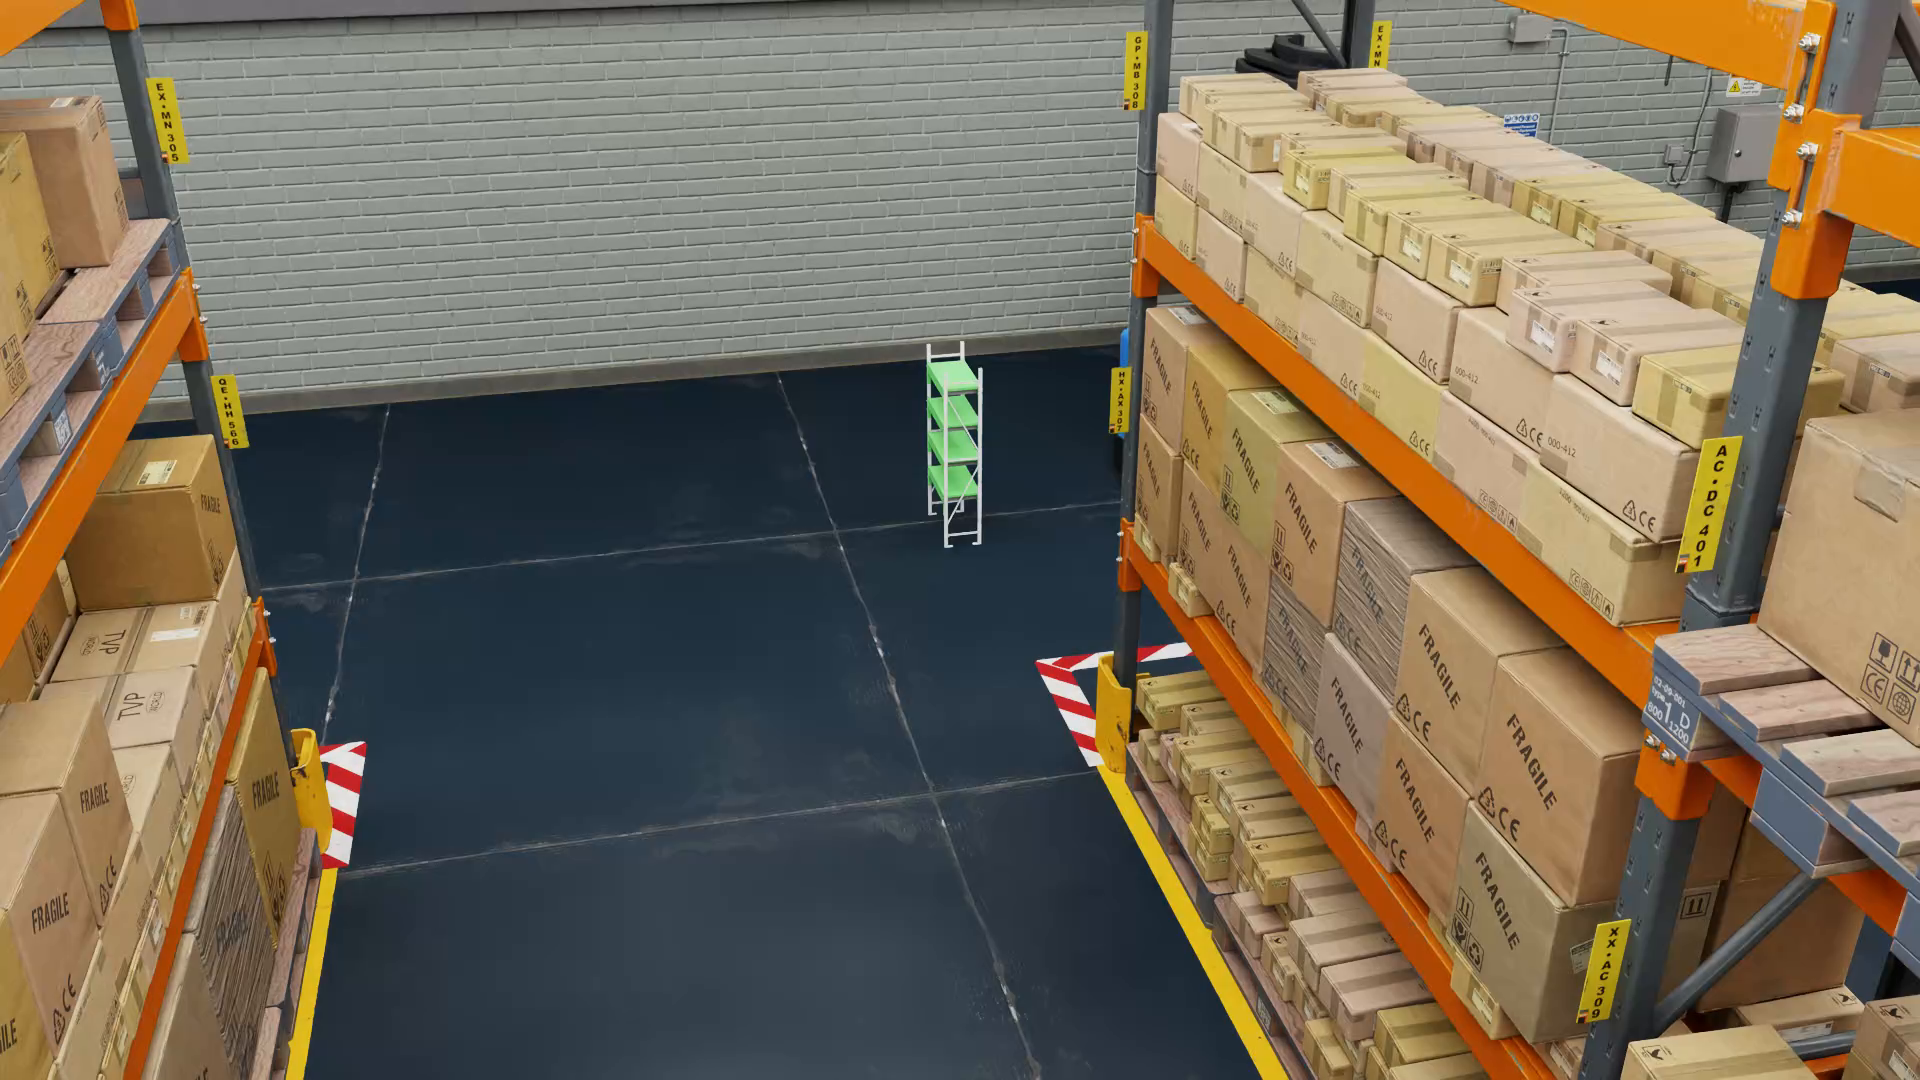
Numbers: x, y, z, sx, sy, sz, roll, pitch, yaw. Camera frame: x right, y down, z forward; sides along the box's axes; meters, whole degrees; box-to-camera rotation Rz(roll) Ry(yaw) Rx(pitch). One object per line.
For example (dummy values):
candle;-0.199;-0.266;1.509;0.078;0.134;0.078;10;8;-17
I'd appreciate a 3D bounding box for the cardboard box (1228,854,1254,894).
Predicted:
cardboard box;1.388;1.468;7.210;0.380;0.149;0.250;-6;27;-11

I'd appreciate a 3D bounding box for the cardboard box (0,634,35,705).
cardboard box;-3.496;0.423;5.586;0.500;0.500;0.500;-7;28;-13

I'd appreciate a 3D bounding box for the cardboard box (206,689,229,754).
cardboard box;-3.004;0.709;6.295;0.380;0.149;0.250;-5;27;-11

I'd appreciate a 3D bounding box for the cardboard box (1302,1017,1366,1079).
cardboard box;1.527;1.929;6.296;0.380;0.149;0.250;-6;27;-12

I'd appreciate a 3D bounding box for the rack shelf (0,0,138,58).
rack shelf;-3.126;-1.161;4.306;1.077;0.370;4.000;-6;27;-12

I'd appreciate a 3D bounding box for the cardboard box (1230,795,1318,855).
cardboard box;1.367;1.220;7.042;0.380;0.149;0.250;-5;27;-10

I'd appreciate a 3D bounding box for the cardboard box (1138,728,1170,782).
cardboard box;1.085;1.028;8.082;0.380;0.149;0.250;-5;27;-11

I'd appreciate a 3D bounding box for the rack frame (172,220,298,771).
rack frame;-3.576;0.139;7.145;1.000;3.000;0.127;-6;27;-12

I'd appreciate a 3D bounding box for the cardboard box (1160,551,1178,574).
cardboard box;1.130;0.075;7.551;0.380;0.149;0.250;-5;27;-10

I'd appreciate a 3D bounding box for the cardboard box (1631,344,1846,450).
cardboard box;1.843;-0.347;3.948;0.380;0.149;0.250;-7;28;-14

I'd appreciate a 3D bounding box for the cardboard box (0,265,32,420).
cardboard box;-3.006;-0.538;4.471;0.700;0.500;0.500;-5;27;-9

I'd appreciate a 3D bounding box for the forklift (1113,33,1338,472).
forklift;2.631;-1.864;11.190;3.031;2.935;1.130;-11;29;-22

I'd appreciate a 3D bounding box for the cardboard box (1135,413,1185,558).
cardboard box;1.111;-0.272;7.519;0.500;0.500;0.500;-5;27;-9

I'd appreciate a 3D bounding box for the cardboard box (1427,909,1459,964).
cardboard box;1.722;1.221;5.280;0.380;0.149;0.250;-5;27;-10

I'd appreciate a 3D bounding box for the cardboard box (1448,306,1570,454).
cardboard box;1.723;-0.466;4.626;0.500;0.250;0.500;-7;28;-14

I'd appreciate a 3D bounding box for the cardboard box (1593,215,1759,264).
cardboard box;2.118;-0.847;4.939;0.380;0.149;0.250;-7;28;-13

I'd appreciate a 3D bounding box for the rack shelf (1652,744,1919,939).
rack shelf;2.631;1.296;2.322;1.077;0.370;4.000;-6;27;-12

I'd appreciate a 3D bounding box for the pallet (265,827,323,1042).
pallet;-3.320;1.727;7.093;1.003;0.211;1.213;-6;27;-12

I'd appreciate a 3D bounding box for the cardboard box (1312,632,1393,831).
cardboard box;1.569;0.629;5.735;0.500;0.500;0.500;-6;27;-12

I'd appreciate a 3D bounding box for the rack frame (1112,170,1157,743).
rack frame;1.279;-0.320;8.055;1.000;3.000;0.127;-6;27;-12

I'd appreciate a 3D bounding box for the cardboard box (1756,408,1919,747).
cardboard box;2.159;0.042;3.431;0.700;0.500;0.500;-6;27;-12

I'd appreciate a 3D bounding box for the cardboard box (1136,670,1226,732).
cardboard box;1.066;0.764;7.944;0.380;0.149;0.250;-7;28;-14

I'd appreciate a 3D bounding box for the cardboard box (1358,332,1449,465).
cardboard box;1.590;-0.467;5.184;0.500;0.250;0.500;-6;27;-12

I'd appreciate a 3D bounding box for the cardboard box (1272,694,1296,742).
cardboard box;1.434;0.647;6.417;0.380;0.149;0.250;-5;27;-10

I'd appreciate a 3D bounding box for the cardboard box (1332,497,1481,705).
cardboard box;1.588;0.181;5.512;0.500;0.500;0.500;-5;27;-10

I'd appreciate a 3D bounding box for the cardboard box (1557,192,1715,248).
cardboard box;2.101;-0.971;5.186;0.380;0.149;0.250;-5;27;-9

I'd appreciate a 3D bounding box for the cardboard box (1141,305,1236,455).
cardboard box;1.121;-0.720;7.296;0.500;0.500;0.500;-6;27;-12

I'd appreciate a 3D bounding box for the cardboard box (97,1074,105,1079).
cardboard box;-2.537;1.613;4.504;0.380;0.149;0.250;-5;27;-10

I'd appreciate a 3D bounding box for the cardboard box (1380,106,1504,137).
cardboard box;1.824;-1.541;6.315;0.380;0.149;0.250;-6;27;-11

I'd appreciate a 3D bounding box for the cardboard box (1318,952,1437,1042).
cardboard box;1.554;1.678;6.134;0.380;0.149;0.250;-7;28;-14

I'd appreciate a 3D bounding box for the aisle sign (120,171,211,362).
aisle sign;-3.300;-1.083;6.682;0.394;0.787;0.004;-6;27;-12

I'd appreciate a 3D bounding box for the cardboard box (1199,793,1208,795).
cardboard box;1.295;1.113;7.584;0.380;0.149;0.250;-6;27;-11

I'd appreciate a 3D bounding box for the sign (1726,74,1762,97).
sign;6.764;-3.943;14.317;0.339;0.242;0.001;-6;27;-12

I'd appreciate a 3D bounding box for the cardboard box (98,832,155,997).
cardboard box;-2.755;1.151;4.977;0.500;0.250;0.500;-5;27;-10

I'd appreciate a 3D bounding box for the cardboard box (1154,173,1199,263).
cardboard box;1.131;-1.369;6.971;0.500;0.250;0.500;-5;27;-10

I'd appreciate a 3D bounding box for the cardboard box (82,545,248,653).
cardboard box;-3.209;0.259;6.743;0.500;0.250;0.500;-6;27;-12

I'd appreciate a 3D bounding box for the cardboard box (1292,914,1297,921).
cardboard box;1.552;1.578;6.662;0.380;0.149;0.250;-5;27;-9

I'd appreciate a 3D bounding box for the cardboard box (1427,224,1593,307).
cardboard box;1.601;-0.804;4.853;0.380;0.149;0.250;-7;28;-14

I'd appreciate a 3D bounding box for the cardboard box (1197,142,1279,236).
cardboard box;1.243;-1.367;6.412;0.500;0.250;0.500;-6;27;-12

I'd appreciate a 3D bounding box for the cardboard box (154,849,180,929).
cardboard box;-2.770;1.160;5.402;0.380;0.149;0.250;-7;28;-13

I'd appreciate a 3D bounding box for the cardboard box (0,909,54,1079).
cardboard box;-2.534;1.259;3.932;0.500;0.500;0.500;-6;27;-12

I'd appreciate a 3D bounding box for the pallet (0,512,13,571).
pallet;-2.849;0.236;3.724;1.003;0.211;1.213;-6;27;-12

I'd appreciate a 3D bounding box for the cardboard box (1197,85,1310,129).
cardboard box;1.170;-1.714;6.657;0.380;0.149;0.250;-5;27;-10

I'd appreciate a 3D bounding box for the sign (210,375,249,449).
sign;-3.045;-0.532;6.928;0.100;0.325;0.005;-6;27;-12

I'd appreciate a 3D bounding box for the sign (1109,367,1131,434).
sign;0.750;-0.651;7.750;0.100;0.325;0.005;-6;27;-12

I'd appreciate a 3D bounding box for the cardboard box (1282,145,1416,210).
cardboard box;1.342;-1.253;5.744;0.380;0.149;0.250;-5;27;-10

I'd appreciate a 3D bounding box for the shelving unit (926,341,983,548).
shelving unit;-0.037;-0.608;10.624;0.258;1.200;0.503;-6;27;-12

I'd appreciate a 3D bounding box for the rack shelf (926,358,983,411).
rack shelf;-0.037;-0.980;10.436;0.258;0.148;0.480;-6;27;-12
